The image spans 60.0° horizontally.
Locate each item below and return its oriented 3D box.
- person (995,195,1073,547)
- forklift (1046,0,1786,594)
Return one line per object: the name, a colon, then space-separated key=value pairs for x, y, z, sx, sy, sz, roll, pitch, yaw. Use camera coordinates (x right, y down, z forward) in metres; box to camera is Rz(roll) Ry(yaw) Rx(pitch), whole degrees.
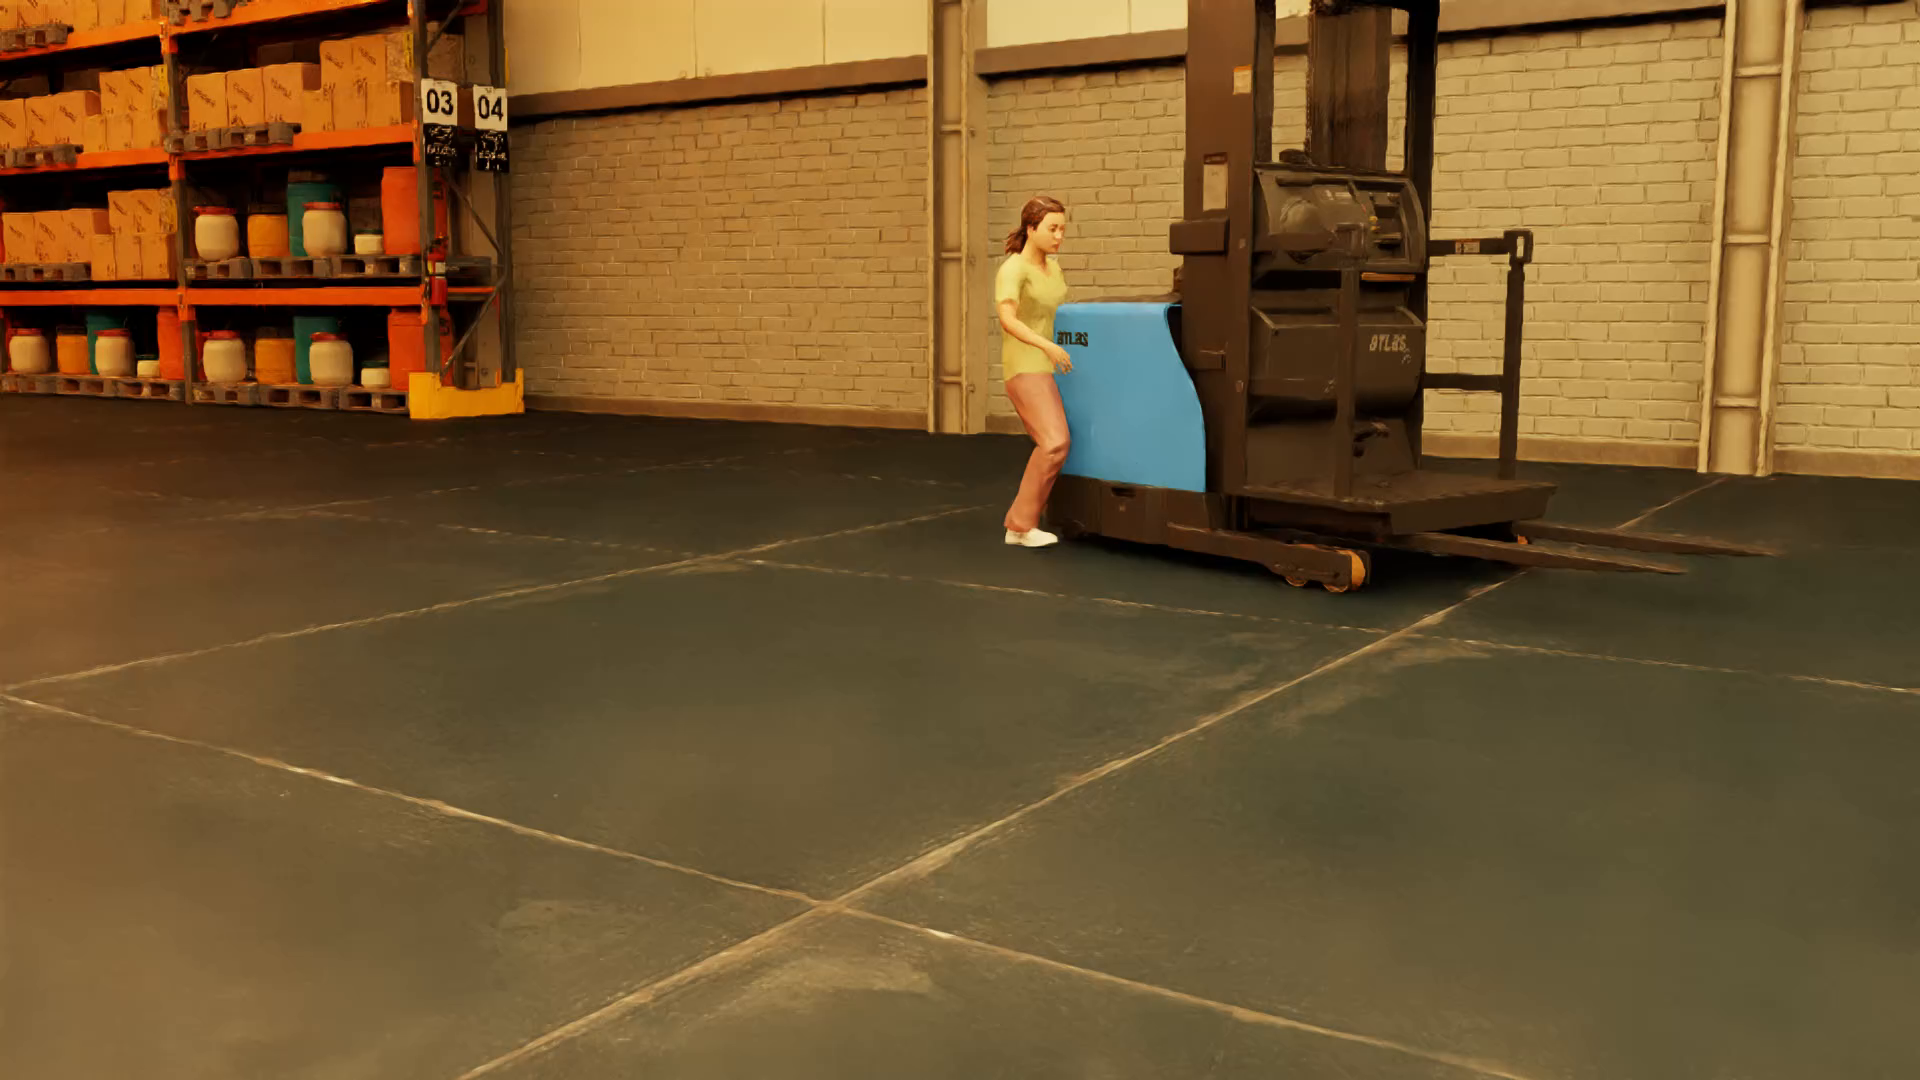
person: x=0.484 y=-0.766 z=7.495 sx=0.593 sy=1.548 sz=0.761 roll=6 pitch=10 yaw=38
forklift: x=1.666 y=-1.328 z=6.528 sx=1.130 sy=2.935 sz=3.031 roll=-6 pitch=10 yaw=-36
